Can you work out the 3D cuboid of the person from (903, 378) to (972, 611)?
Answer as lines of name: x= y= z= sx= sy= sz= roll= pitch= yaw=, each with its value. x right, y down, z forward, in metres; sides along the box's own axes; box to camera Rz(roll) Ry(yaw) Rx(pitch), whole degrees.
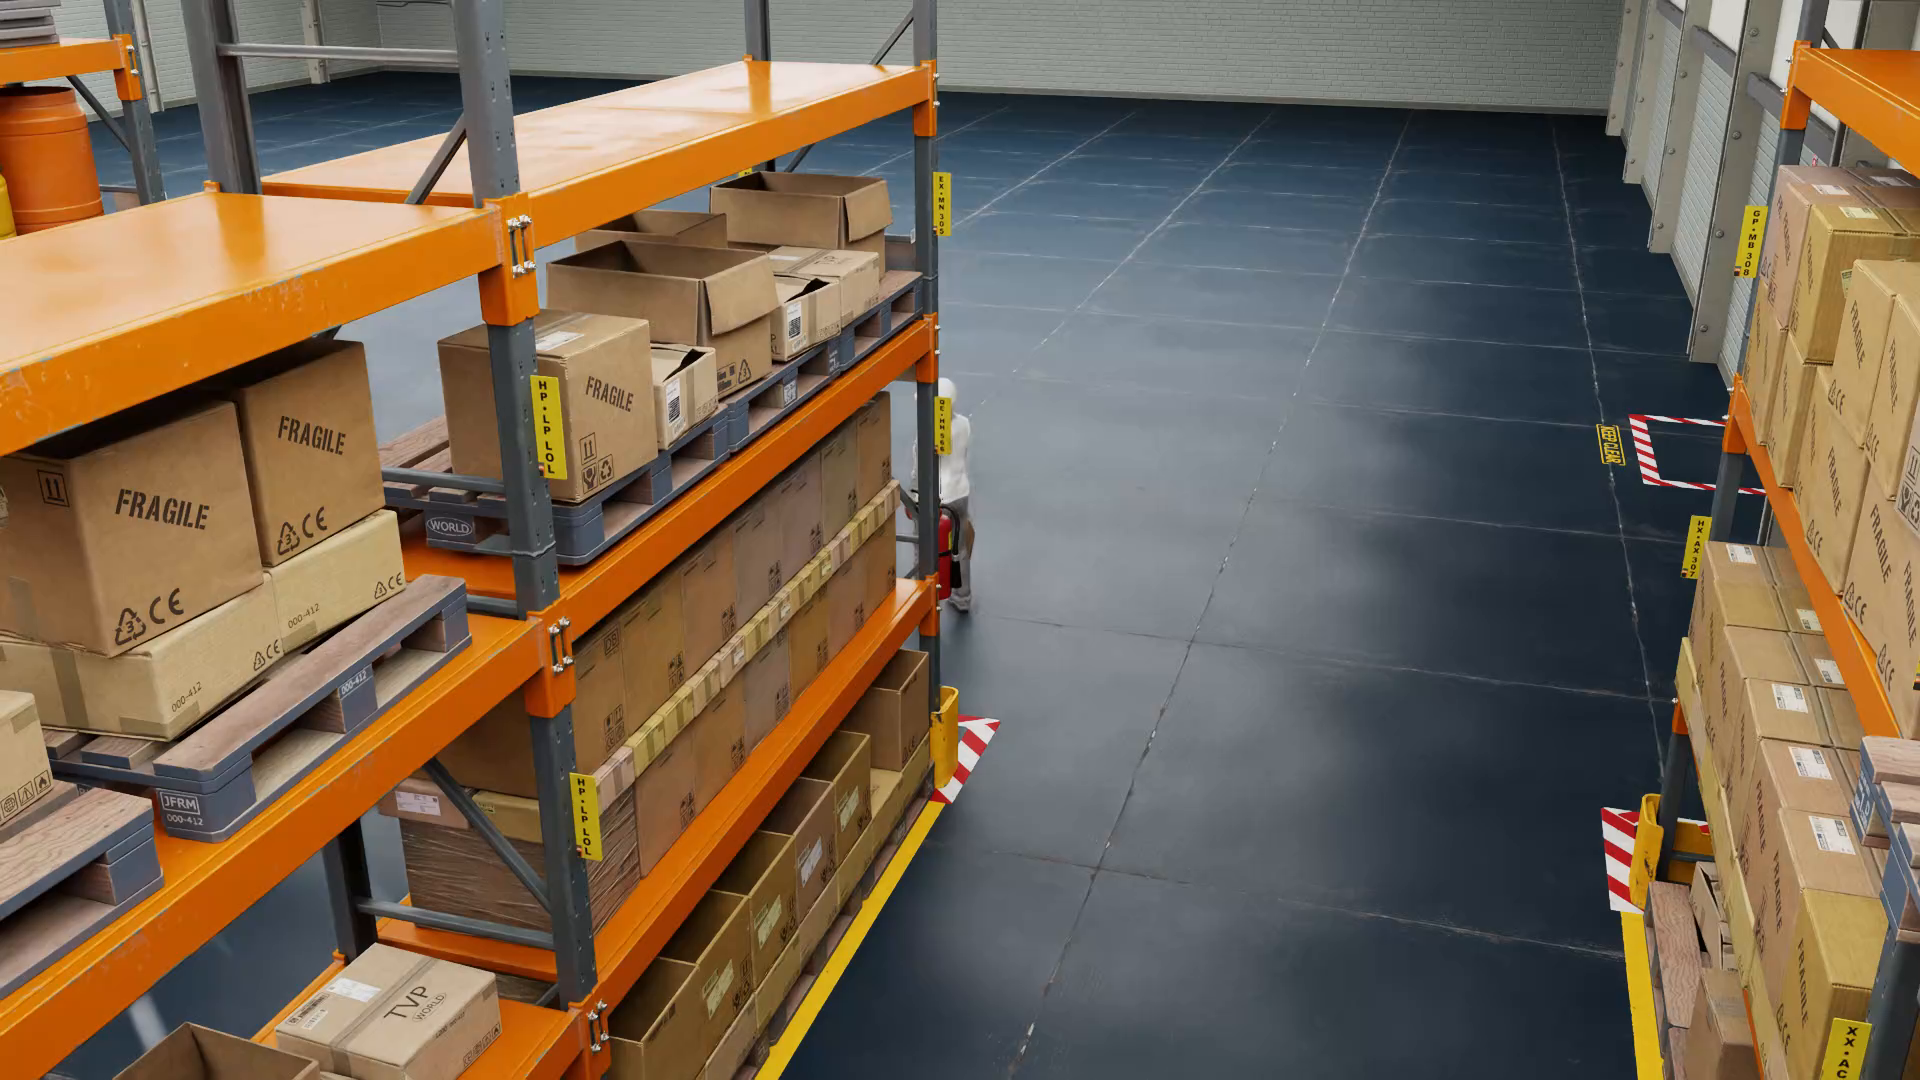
person: x=-0.180 y=-0.317 z=11.782 sx=0.504 sy=1.779 sz=0.571 roll=14 pitch=26 yaw=32
